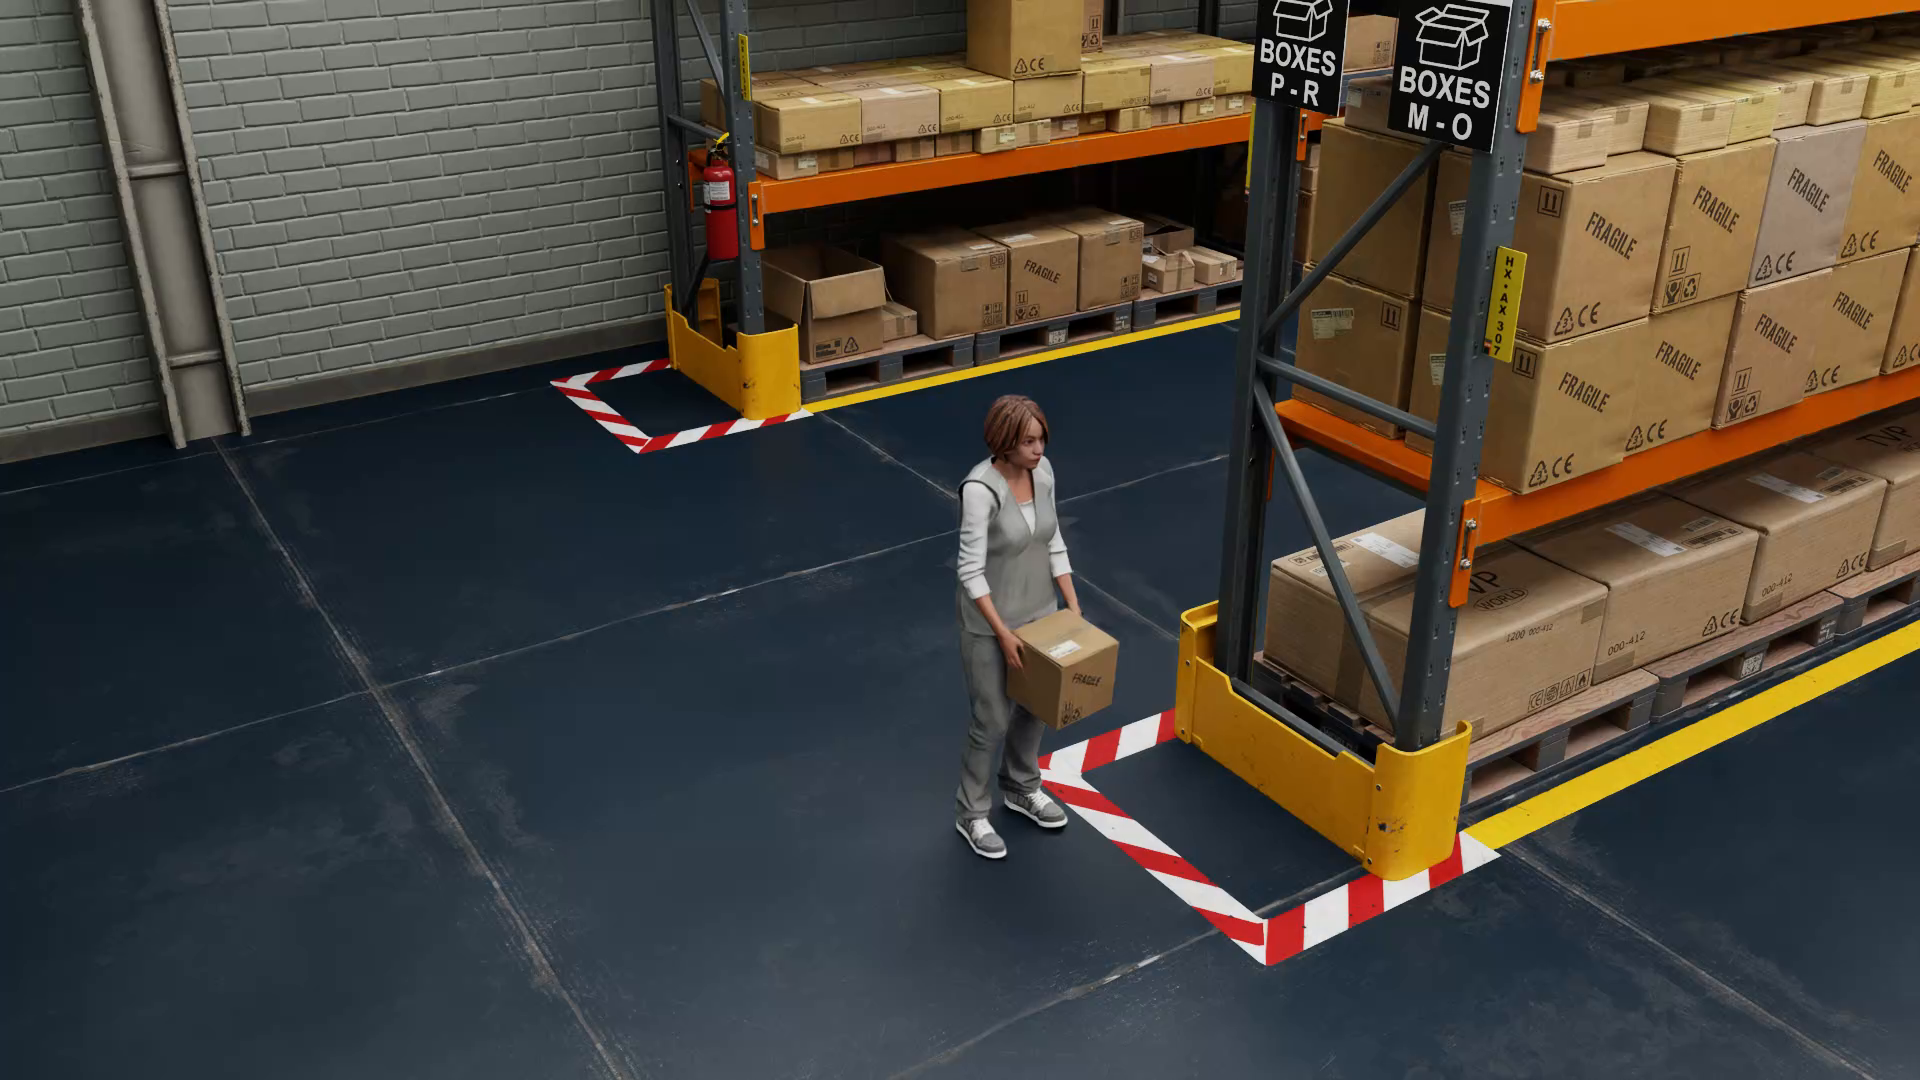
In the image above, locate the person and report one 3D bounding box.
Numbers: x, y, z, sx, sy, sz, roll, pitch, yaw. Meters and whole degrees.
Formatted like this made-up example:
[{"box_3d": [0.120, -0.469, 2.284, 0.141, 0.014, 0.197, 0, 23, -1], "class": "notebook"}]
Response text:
[{"box_3d": [0.185, 0.281, 5.522, 0.444, 1.602, 0.384, -20, 32, -36], "class": "person"}]
